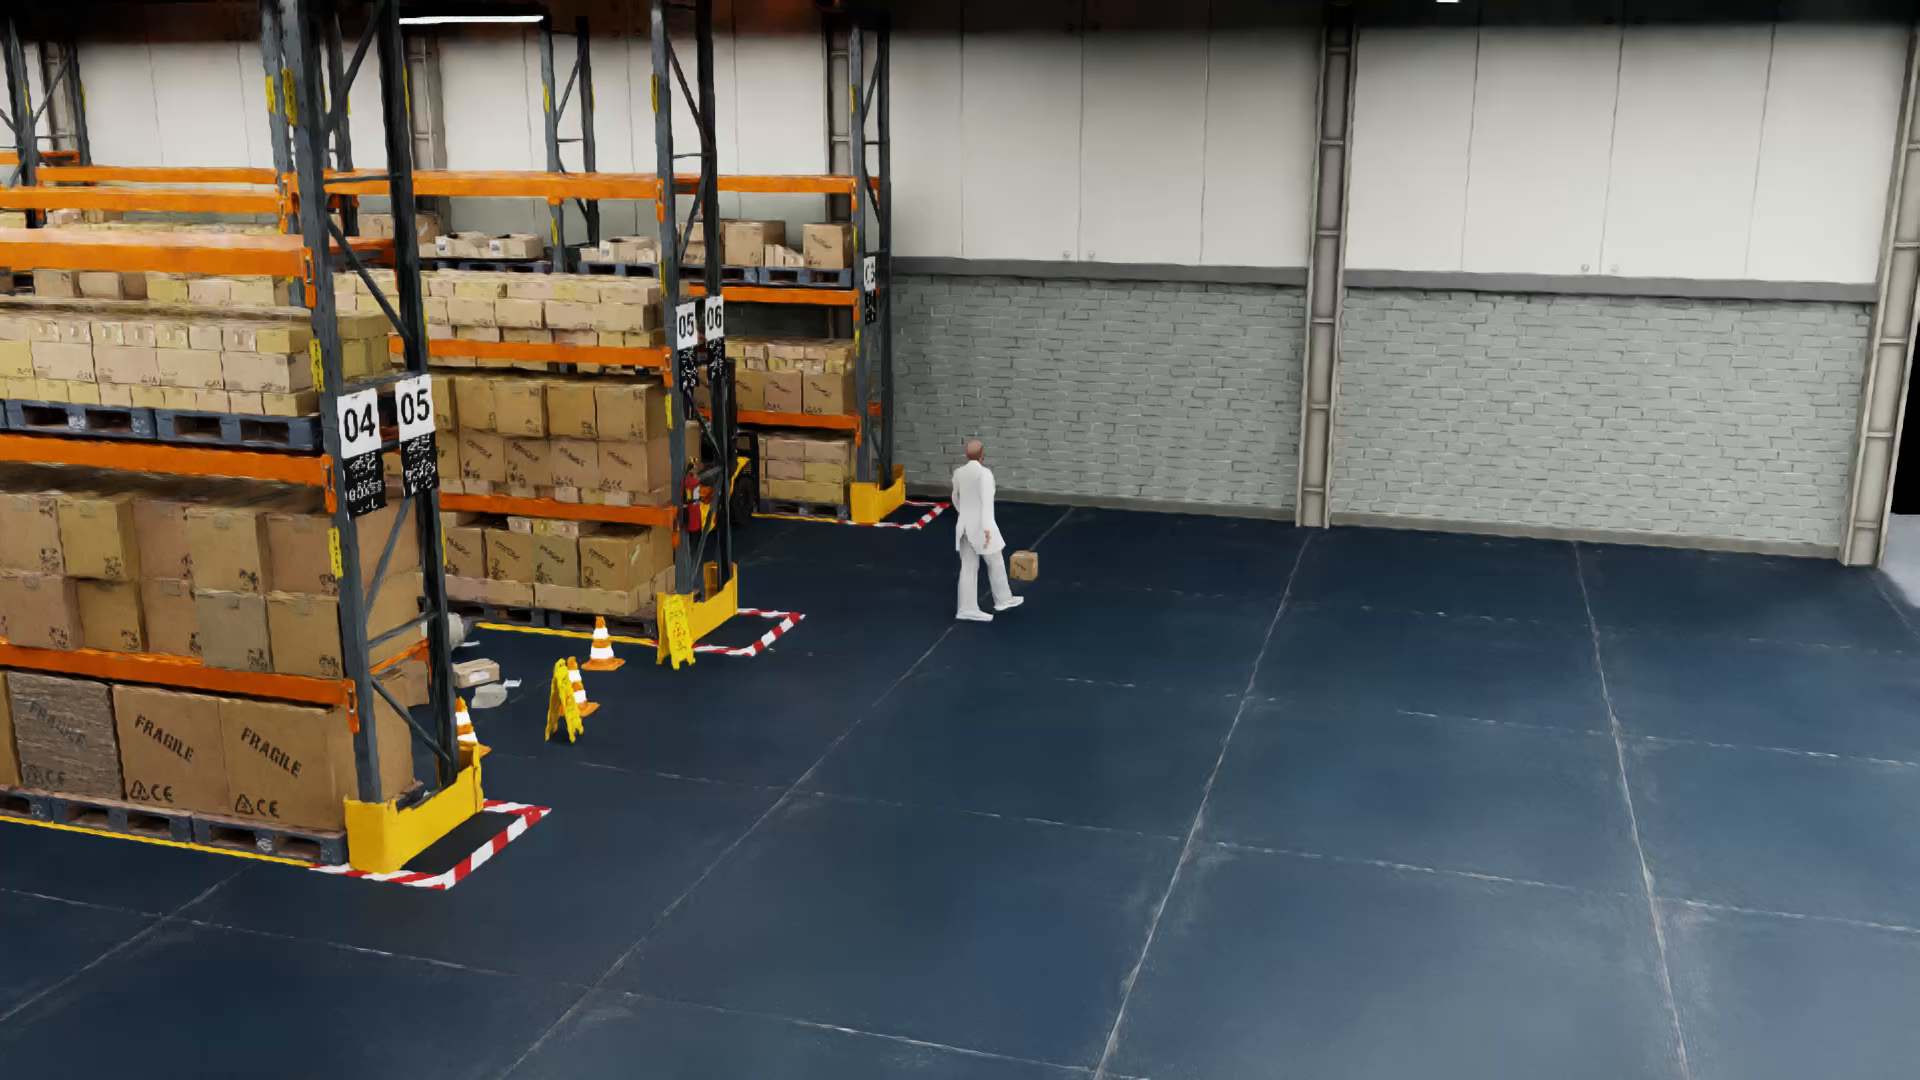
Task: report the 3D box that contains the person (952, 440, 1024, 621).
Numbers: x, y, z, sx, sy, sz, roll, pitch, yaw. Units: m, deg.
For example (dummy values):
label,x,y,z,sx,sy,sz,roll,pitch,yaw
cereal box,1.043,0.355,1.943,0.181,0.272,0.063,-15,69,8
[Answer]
label,x,y,z,sx,sy,sz,roll,pitch,yaw
person,0.248,-0.126,16.521,0.841,1.757,0.653,-13,20,-40
